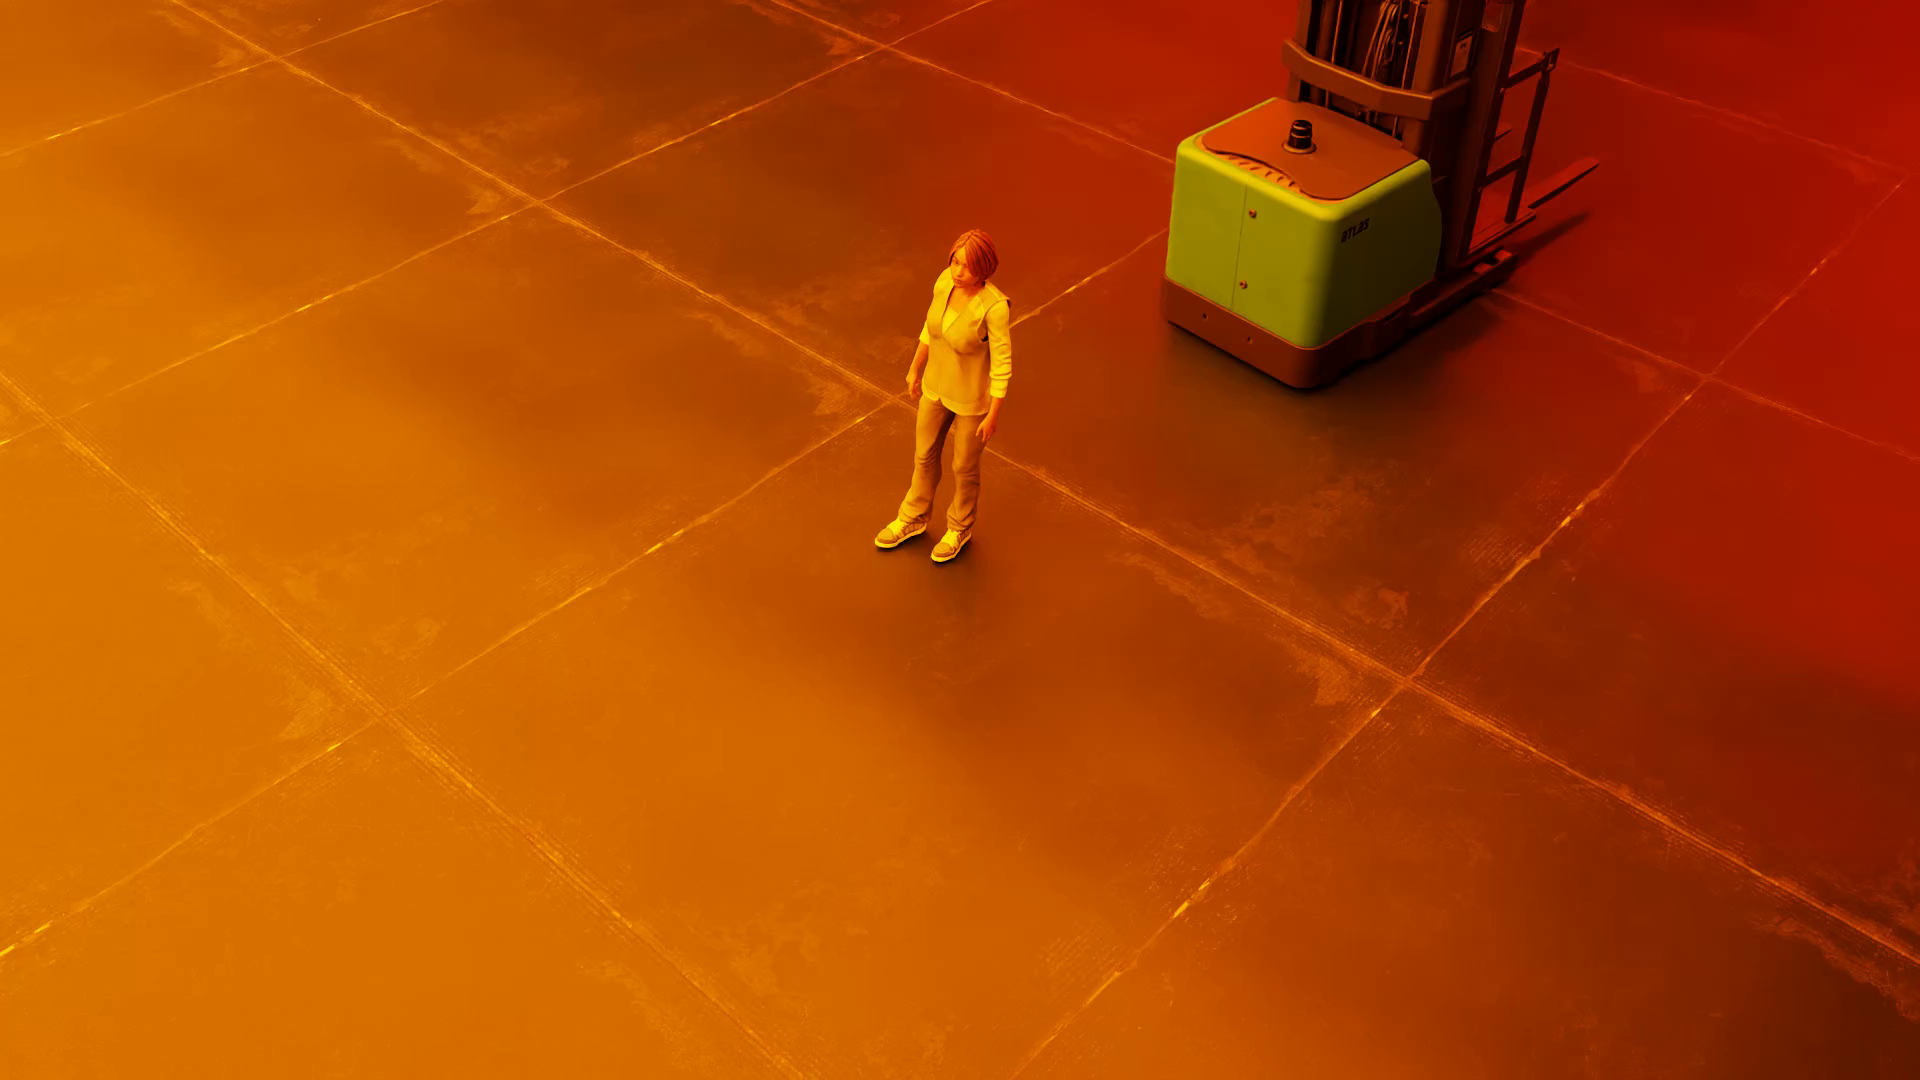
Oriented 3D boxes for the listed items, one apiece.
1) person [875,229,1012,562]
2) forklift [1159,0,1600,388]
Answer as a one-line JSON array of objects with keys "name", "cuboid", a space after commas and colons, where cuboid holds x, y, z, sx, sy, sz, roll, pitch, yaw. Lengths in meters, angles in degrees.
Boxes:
[{"name": "person", "cuboid": [-0.061, -0.581, 7.120, 0.521, 1.599, 0.473, 31, 49, 31]}, {"name": "forklift", "cuboid": [2.506, -2.718, 8.596, 3.031, 2.935, 1.130, -31, 49, -31]}]
